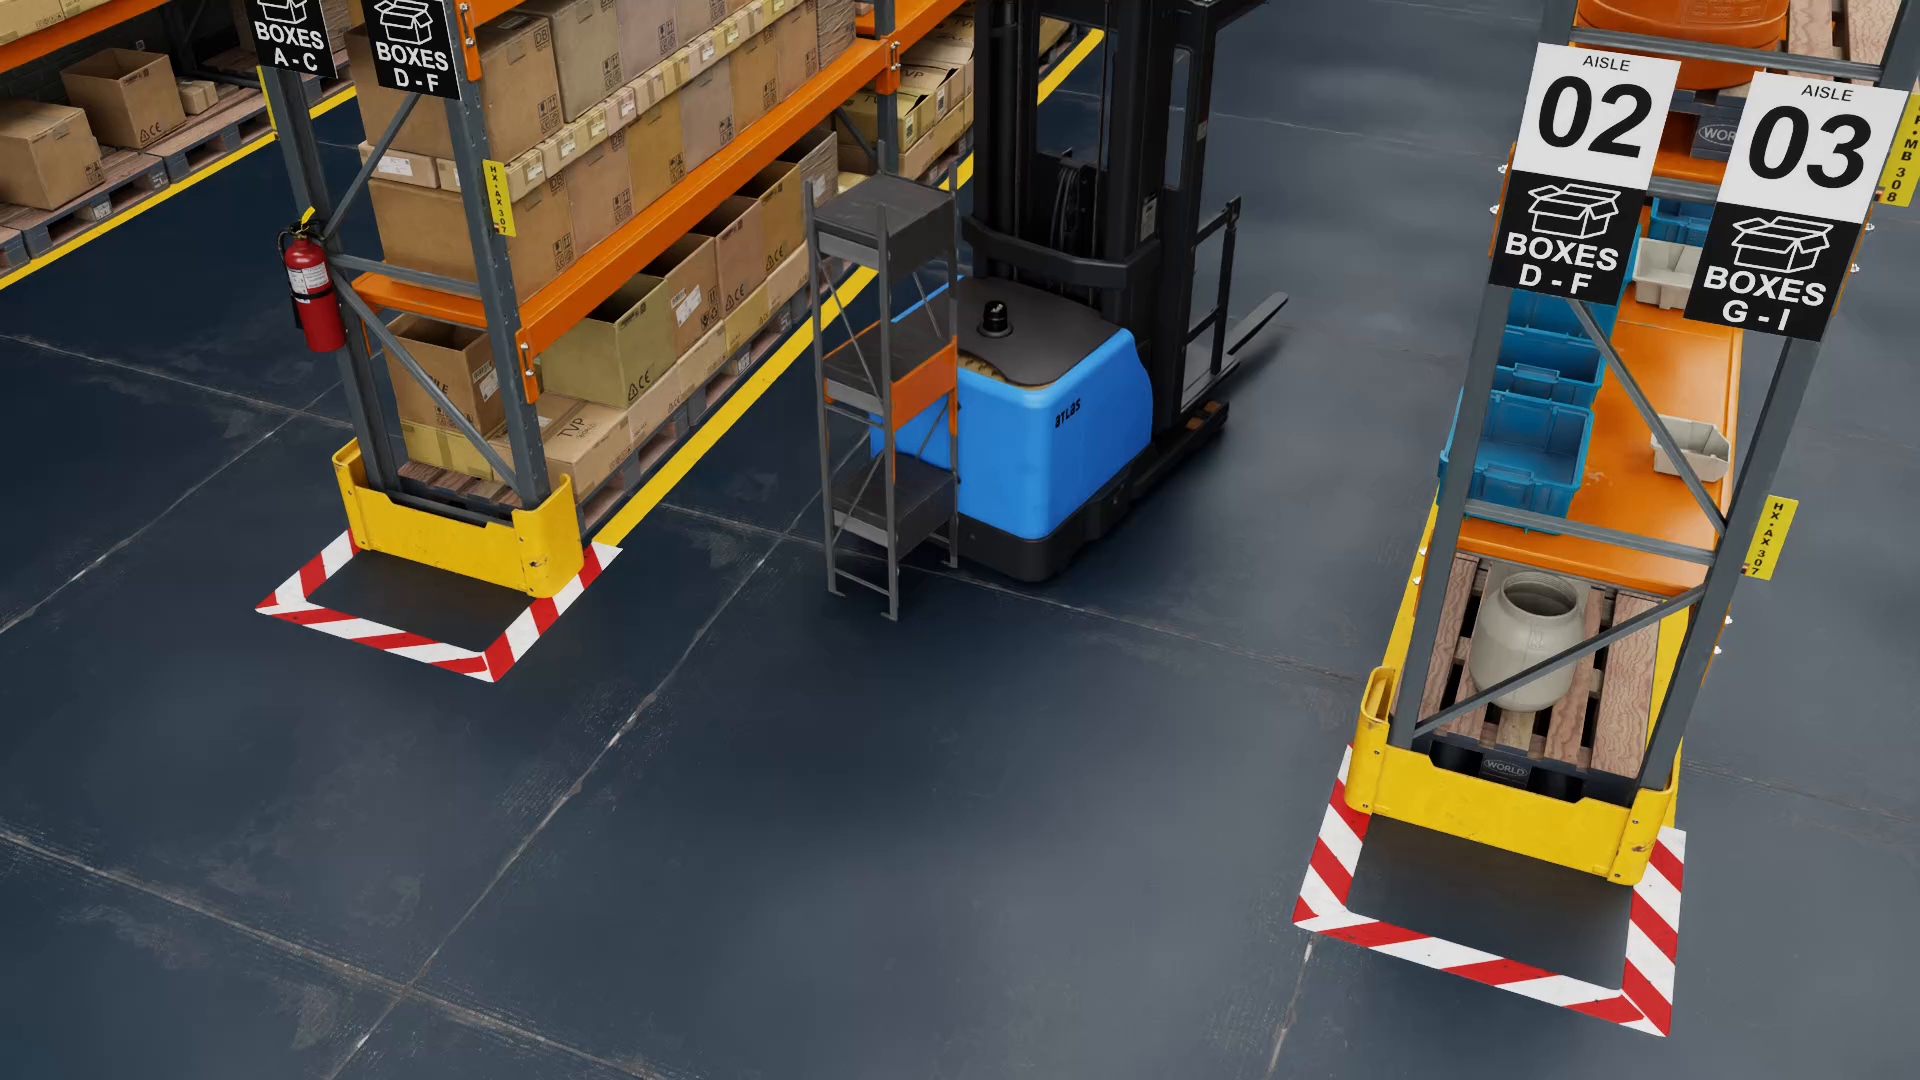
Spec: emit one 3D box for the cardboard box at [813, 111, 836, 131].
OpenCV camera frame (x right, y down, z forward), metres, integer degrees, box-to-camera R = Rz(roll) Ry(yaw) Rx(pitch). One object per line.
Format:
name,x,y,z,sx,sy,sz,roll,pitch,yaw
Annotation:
cardboard box,-0.993,-2.950,11.169,0.500,0.311,0.500,14,39,18

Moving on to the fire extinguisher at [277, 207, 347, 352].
fire extinguisher,-2.878,-1.164,7.366,0.296,0.674,0.183,14,39,18

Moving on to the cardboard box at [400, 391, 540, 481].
cardboard box,-2.473,-0.585,8.473,0.500,0.250,0.500,14,39,18

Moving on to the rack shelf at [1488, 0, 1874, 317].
rack shelf,2.937,-2.044,6.575,1.077,0.370,4.000,14,39,18

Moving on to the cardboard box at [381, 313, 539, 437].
cardboard box,-2.475,-0.886,8.250,0.500,0.500,0.500,14,39,18

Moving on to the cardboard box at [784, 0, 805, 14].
cardboard box,-1.079,-3.042,9.189,0.380,0.149,0.250,14,39,18

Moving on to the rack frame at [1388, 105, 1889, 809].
rack frame,2.176,-0.024,5.776,1.000,3.000,0.127,14,39,18

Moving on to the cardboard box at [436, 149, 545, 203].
cardboard box,-2.055,-1.622,7.290,0.380,0.149,0.250,14,39,17

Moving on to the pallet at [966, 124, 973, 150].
pallet,-0.175,-3.347,12.551,1.003,0.211,1.213,14,39,18

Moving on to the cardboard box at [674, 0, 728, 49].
cardboard box,-1.617,-2.848,8.387,0.700,0.500,0.500,14,39,18

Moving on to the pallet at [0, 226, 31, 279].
pallet,-6.615,-1.647,10.278,1.003,0.211,1.213,14,39,18

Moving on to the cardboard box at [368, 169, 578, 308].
cardboard box,-2.214,-1.450,7.601,0.700,0.500,0.500,14,39,18

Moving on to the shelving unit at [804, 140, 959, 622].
shelving unit,-0.318,-0.651,7.368,0.431,2.100,0.503,23,42,27

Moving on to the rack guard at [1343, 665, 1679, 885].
rack guard,2.161,0.925,6.595,1.175,0.500,0.348,14,39,18

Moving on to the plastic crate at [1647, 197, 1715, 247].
plastic crate,3.528,-1.504,7.881,0.499,0.251,0.616,14,39,18

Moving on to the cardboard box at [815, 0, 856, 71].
cardboard box,-1.045,-3.162,9.891,0.700,0.500,0.500,13,39,17

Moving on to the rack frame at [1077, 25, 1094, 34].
rack frame,0.640,-5.583,13.215,1.000,3.000,0.127,14,39,18

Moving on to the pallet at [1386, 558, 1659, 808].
pallet,2.475,0.592,7.282,1.003,0.211,1.213,14,39,18

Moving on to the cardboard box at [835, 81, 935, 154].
cardboard box,-0.494,-2.832,11.011,0.500,0.311,0.500,14,39,18

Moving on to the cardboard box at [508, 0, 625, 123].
cardboard box,-1.999,-2.291,7.643,0.700,0.500,0.500,13,39,17

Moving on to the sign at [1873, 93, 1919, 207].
sign,2.683,-1.101,4.705,0.100,0.325,0.005,14,39,18

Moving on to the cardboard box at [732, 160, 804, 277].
cardboard box,-1.244,-1.878,9.576,0.500,0.500,0.500,14,39,18

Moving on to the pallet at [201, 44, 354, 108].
pallet,-5.169,-3.810,13.171,1.003,0.211,1.213,14,39,18

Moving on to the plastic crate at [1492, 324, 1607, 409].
plastic crate,2.342,-0.668,6.762,0.499,0.251,0.408,14,39,18

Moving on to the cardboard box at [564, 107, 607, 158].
cardboard box,-1.861,-1.907,7.670,0.380,0.149,0.250,14,39,18

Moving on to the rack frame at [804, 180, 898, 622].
rack frame,-0.458,-0.532,7.207,0.400,2.100,0.015,23,42,27

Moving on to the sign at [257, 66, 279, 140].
sign,-2.900,-1.844,7.047,0.100,0.325,0.005,14,39,18

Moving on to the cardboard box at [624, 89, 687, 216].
cardboard box,-1.825,-2.015,8.357,0.700,0.500,0.500,14,39,18

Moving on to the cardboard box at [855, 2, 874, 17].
cardboard box,-0.735,-3.591,10.675,0.500,0.250,0.500,16,40,21

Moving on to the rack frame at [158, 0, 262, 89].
rack frame,-5.464,-4.495,11.759,1.000,3.000,0.127,14,39,18

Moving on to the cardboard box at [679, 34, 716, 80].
cardboard box,-1.470,-2.473,8.428,0.380,0.149,0.250,14,39,18

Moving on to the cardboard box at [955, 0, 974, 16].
cardboard box,0.282,-3.961,12.521,0.500,0.311,0.500,14,39,17

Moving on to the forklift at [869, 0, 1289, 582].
forklift,0.802,-1.816,8.231,1.130,2.935,3.031,23,42,27

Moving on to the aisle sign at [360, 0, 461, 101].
aisle sign,-2.145,-2.089,6.368,0.394,0.787,0.004,14,39,18

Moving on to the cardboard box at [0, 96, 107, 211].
cardboard box,-6.097,-2.529,10.848,0.700,0.500,0.500,11,38,15

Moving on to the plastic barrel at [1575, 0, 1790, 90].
plastic barrel,2.243,-1.863,5.023,0.600,0.830,0.708,14,39,18

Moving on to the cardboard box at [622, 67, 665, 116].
cardboard box,-1.664,-2.194,8.055,0.380,0.149,0.250,13,39,16

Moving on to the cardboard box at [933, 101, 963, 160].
cardboard box,-0.303,-2.885,11.551,0.500,0.250,0.500,15,39,19

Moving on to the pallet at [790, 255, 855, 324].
pallet,-1.223,-1.821,10.510,1.003,0.211,1.213,14,39,18

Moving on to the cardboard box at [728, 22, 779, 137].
cardboard box,-1.434,-2.591,9.128,0.700,0.500,0.500,14,39,18

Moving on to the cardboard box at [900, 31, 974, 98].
cardboard box,-0.103,-3.395,11.764,0.500,0.311,0.500,13,39,16

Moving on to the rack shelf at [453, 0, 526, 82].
rack shelf,-1.643,-3.175,8.087,1.077,0.370,4.000,14,39,18

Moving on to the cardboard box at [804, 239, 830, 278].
cardboard box,-1.055,-1.855,10.172,0.500,0.250,0.500,14,39,18

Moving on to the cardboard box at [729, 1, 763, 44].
cardboard box,-1.272,-2.767,8.821,0.380,0.149,0.250,15,39,19

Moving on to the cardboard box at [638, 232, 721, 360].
cardboard box,-1.627,-1.325,8.836,0.500,0.500,0.500,14,39,18

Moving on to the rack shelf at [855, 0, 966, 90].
rack shelf,-0.121,-4.188,11.948,1.077,0.370,4.000,14,39,18

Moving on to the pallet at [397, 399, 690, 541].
pallet,-2.151,-0.470,8.703,1.003,0.211,1.213,14,39,18

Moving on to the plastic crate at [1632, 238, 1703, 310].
plastic crate,3.314,-1.176,7.538,0.530,0.136,0.437,14,39,18

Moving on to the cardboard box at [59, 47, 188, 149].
cardboard box,-5.822,-3.086,11.594,0.500,0.500,0.500,11,38,14

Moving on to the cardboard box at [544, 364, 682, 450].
cardboard box,-1.807,-0.745,8.687,0.500,0.250,0.500,14,39,18

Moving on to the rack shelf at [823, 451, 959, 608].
rack shelf,-0.318,-0.080,7.795,0.431,0.518,0.480,23,42,27

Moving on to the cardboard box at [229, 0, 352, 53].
cardboard box,-5.200,-4.082,12.926,0.700,0.500,0.500,15,39,19

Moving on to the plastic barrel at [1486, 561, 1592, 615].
plastic barrel,2.546,0.145,7.278,0.421,0.512,0.421,0,37,0

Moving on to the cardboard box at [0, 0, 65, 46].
cardboard box,-5.929,-3.277,10.238,0.500,0.250,0.500,14,39,18

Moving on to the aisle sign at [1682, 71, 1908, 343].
aisle sign,2.419,-0.958,4.855,0.394,0.787,0.004,14,39,18

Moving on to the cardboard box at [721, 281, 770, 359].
cardboard box,-1.422,-1.297,9.426,0.500,0.250,0.500,14,39,18

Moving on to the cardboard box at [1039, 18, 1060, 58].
cardboard box,0.473,-4.017,13.065,0.500,0.250,0.500,13,39,17
